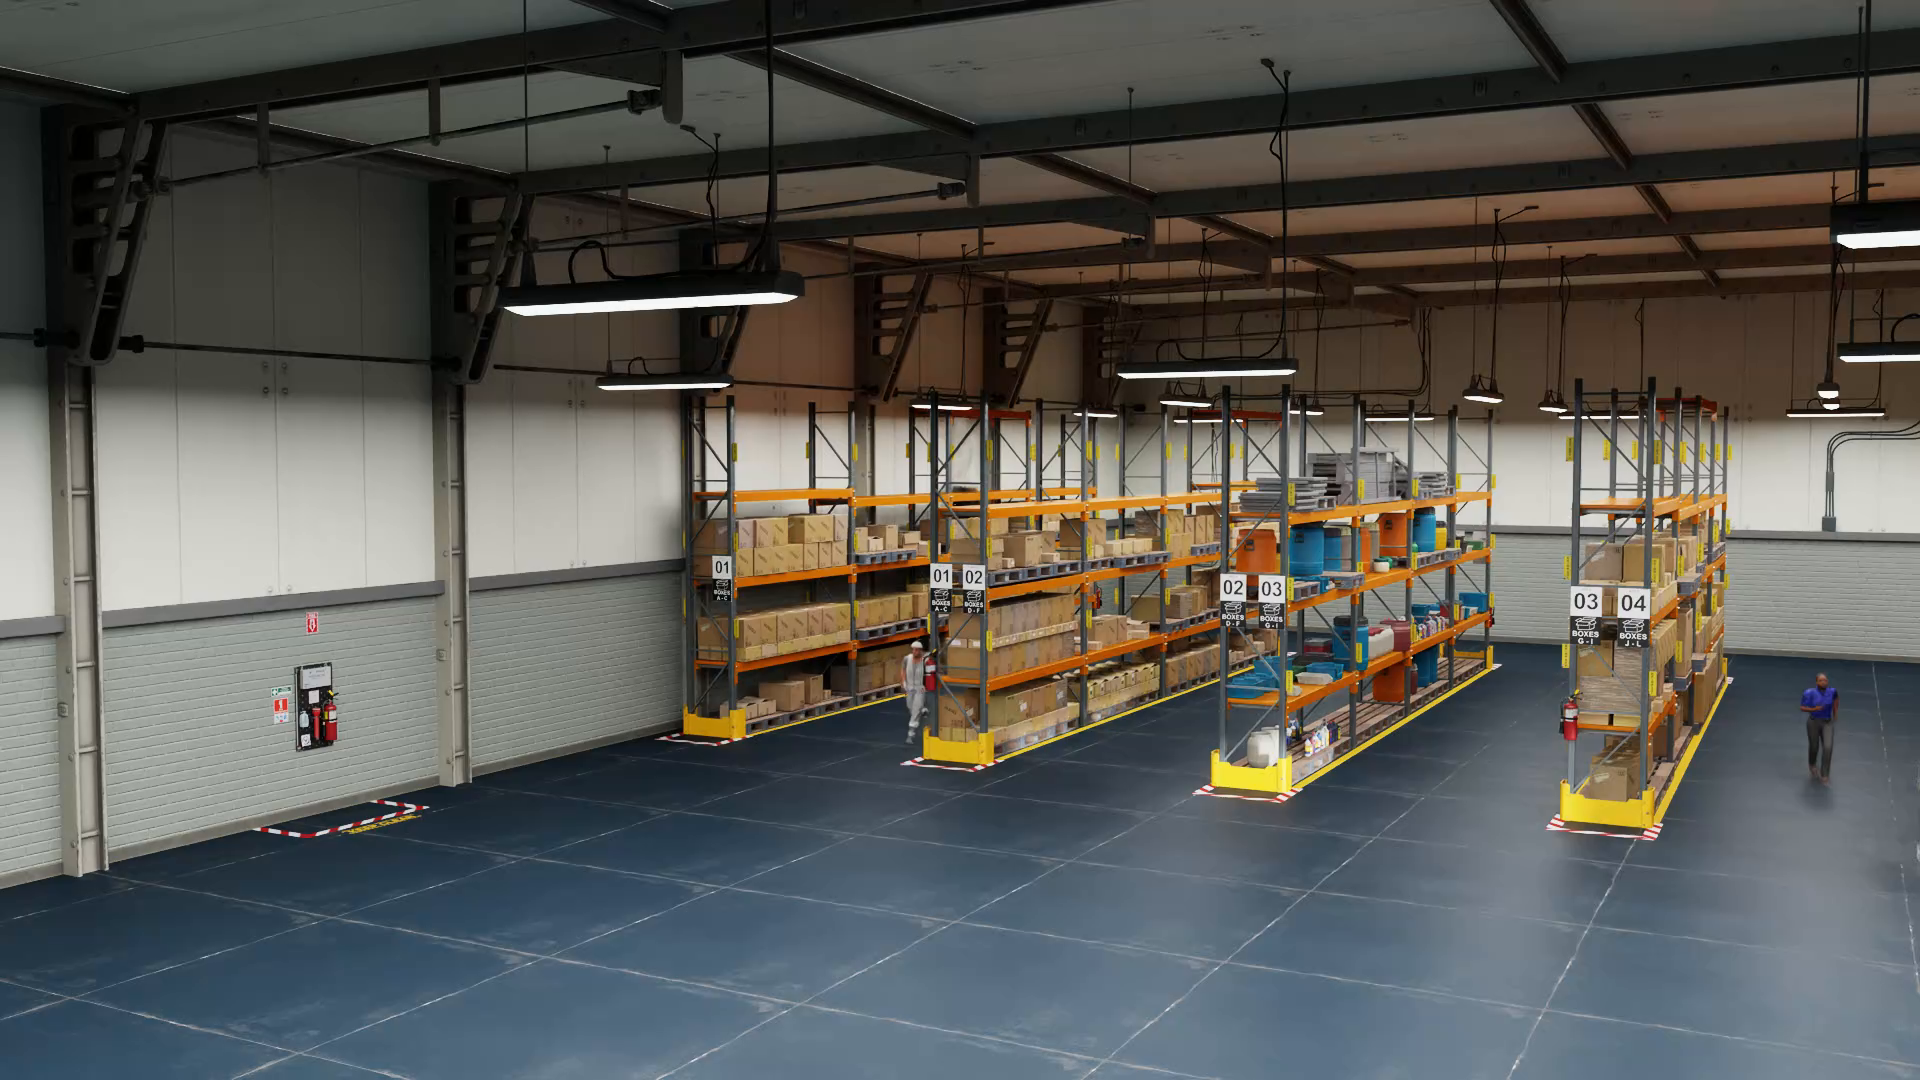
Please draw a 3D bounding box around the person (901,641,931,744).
[{"bbox_3d":[-0.704,2.620,28.953,0.659,1.766,0.986,1,3,22],"label":"person"}]

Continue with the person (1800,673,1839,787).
[{"bbox_3d":[13.059,2.860,25.274,0.575,1.715,0.891,1,3,18],"label":"person"}]
